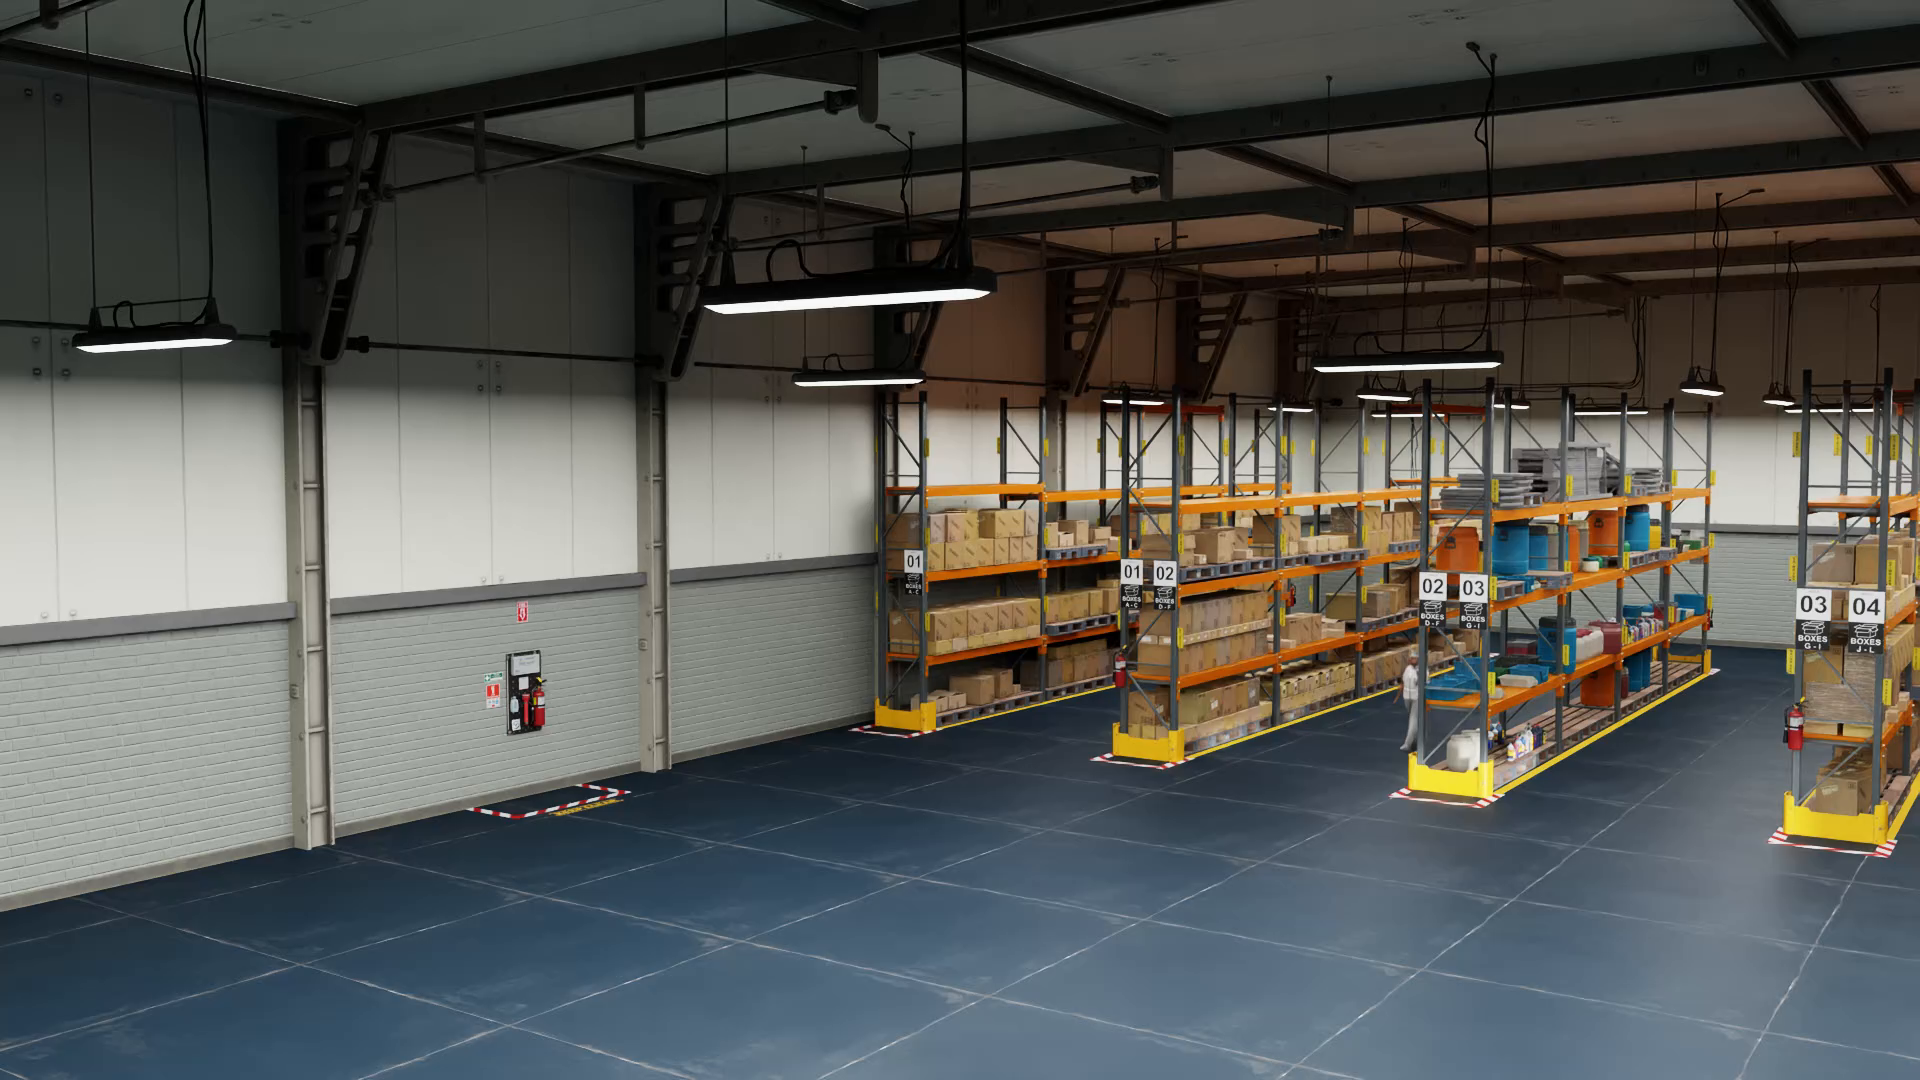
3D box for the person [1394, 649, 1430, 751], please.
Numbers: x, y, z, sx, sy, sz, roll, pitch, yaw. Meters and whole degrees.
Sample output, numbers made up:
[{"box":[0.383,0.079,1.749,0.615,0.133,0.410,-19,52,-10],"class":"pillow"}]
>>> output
[{"box":[7.514,2.629,27.614,1.005,1.638,0.552,-3,4,-43],"class":"person"}]
